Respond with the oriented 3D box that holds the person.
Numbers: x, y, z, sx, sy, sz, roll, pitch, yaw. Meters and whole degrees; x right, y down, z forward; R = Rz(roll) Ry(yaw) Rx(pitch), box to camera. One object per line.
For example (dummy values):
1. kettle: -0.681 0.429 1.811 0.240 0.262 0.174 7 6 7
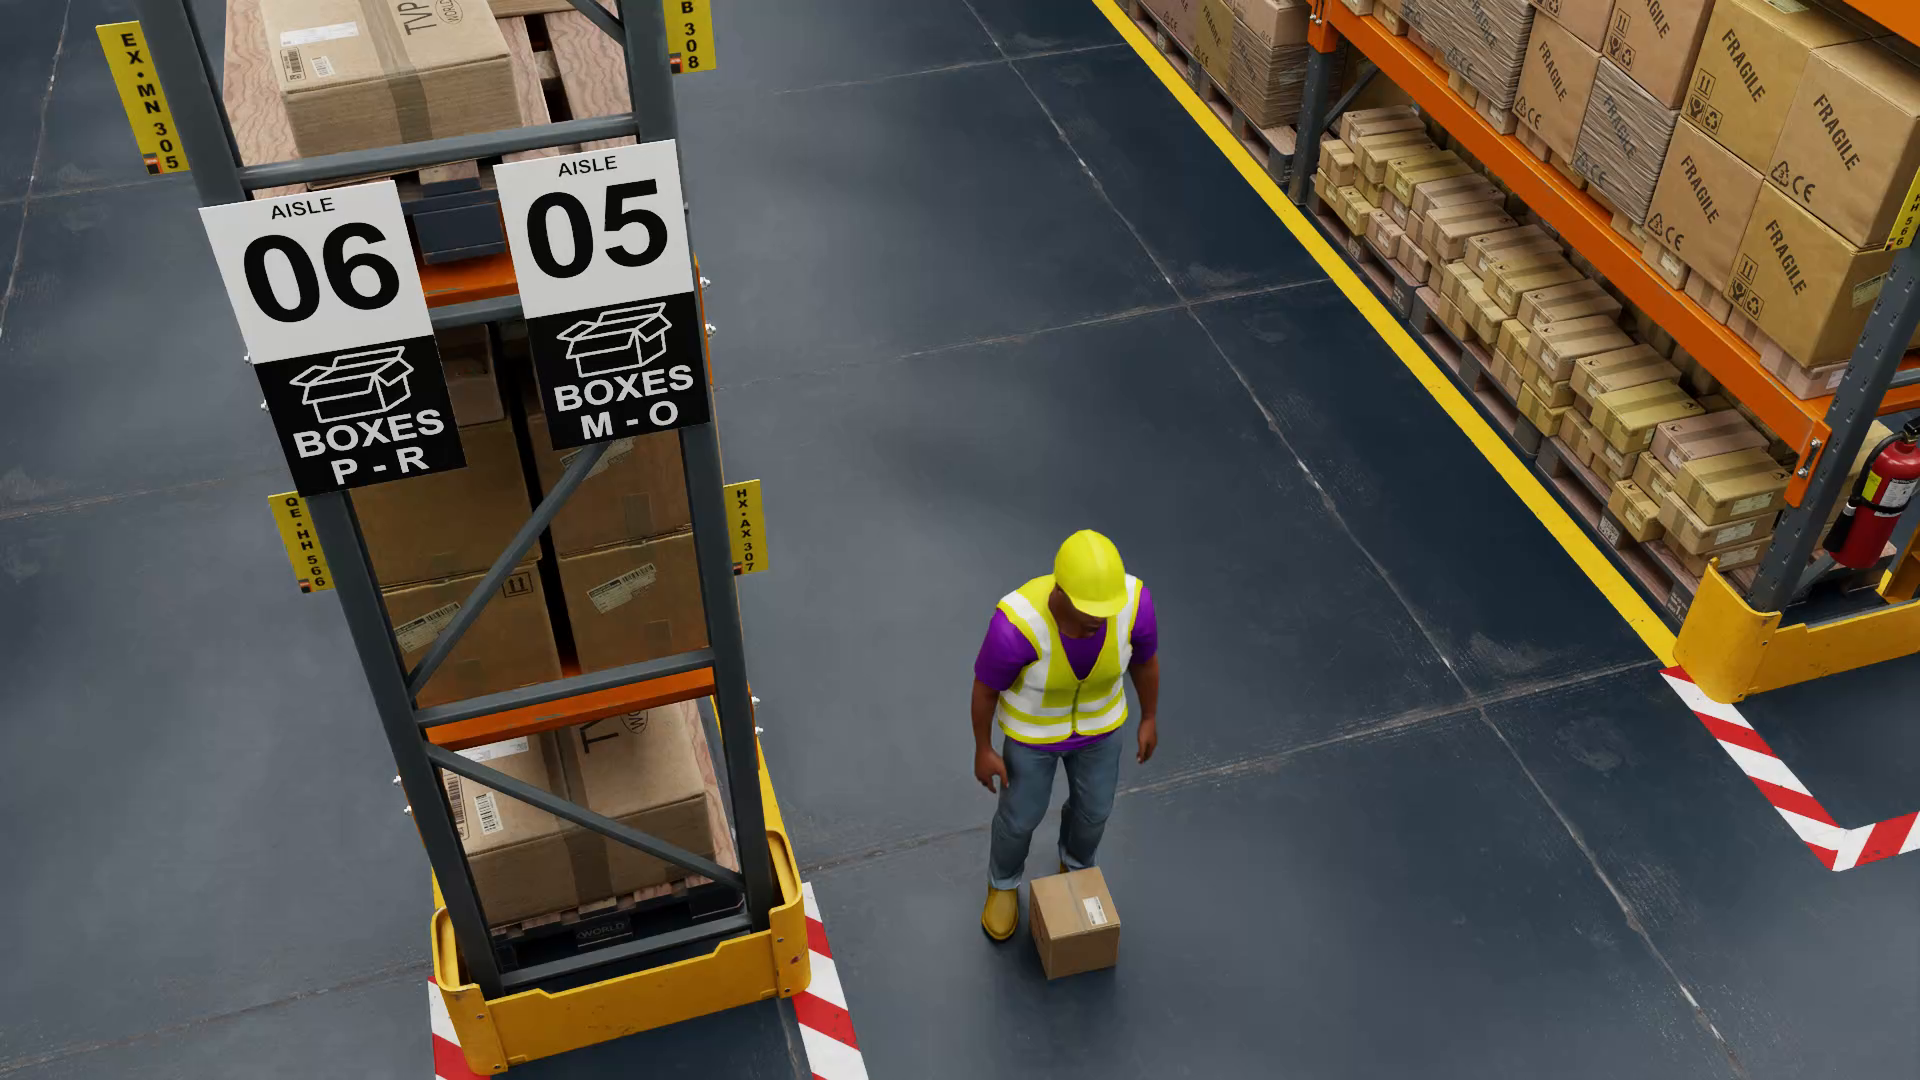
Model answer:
1. person: 0.347 0.626 5.451 0.637 1.760 0.455 -9 43 -10
